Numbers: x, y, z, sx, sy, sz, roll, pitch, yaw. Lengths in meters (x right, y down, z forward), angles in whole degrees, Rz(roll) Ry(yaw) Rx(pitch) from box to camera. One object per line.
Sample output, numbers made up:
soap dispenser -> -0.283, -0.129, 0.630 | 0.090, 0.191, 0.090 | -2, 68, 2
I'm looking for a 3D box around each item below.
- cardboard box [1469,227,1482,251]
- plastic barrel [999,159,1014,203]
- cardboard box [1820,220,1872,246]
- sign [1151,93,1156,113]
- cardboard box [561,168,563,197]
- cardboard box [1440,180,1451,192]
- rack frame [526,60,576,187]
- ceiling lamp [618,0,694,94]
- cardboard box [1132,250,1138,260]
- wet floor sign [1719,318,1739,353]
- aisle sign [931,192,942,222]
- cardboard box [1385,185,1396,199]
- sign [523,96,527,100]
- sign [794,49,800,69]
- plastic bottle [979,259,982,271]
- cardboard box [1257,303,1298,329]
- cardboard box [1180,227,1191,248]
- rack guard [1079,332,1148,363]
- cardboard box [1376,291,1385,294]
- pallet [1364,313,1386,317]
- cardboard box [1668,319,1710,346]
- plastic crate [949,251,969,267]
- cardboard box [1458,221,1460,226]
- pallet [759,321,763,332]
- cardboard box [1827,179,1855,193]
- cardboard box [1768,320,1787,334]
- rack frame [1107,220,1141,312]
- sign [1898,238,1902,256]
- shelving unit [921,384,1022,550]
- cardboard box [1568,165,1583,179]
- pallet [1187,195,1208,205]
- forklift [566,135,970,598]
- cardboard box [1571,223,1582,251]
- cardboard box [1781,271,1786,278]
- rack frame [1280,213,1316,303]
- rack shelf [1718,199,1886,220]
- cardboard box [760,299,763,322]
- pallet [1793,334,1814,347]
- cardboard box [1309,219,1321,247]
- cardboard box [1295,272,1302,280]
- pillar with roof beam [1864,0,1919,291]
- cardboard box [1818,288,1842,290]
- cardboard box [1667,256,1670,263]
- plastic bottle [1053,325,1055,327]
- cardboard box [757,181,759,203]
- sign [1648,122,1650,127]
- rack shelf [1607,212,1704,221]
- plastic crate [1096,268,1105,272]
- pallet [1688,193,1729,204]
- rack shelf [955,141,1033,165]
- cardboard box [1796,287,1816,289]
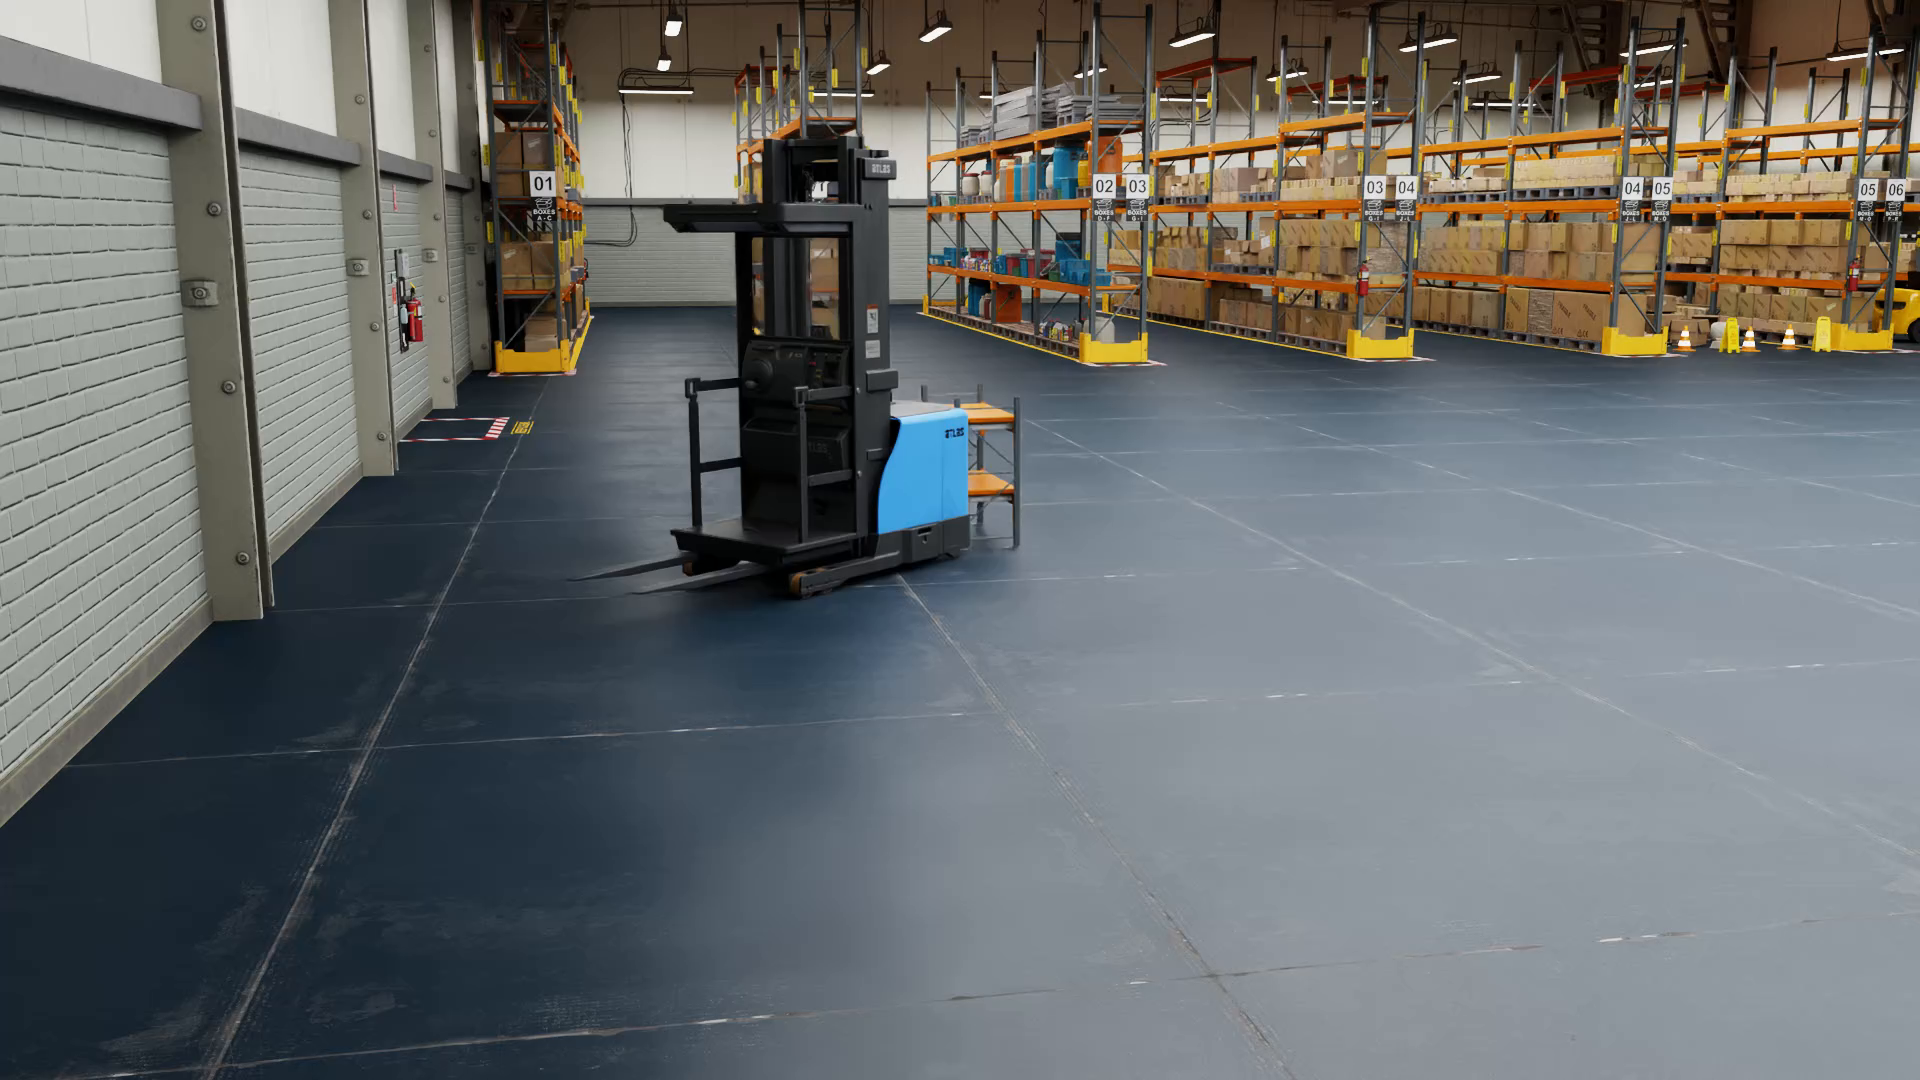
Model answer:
cardboard box -> 11.405, -6.480, 35.780 | 0.700, 0.500, 0.500 | -2, 11, -11
plastic barrel -> 1.133, -7.615, 35.321 | 0.600, 0.901, 0.600 | 0, 11, 0
cardboard box -> 17.008, -5.899, 31.932 | 0.700, 0.500, 0.500 | -2, 11, -12
sign -> 3.283, -7.450, 28.331 | 0.100, 0.325, 0.005 | -2, 11, -11
cardboard box -> -6.970, -6.024, 27.981 | 0.500, 0.500, 0.500 | -2, 11, -8
cardboard box -> 10.952, -7.818, 36.740 | 0.500, 0.250, 0.500 | -2, 11, -9
rack frame -> -9.310, -9.374, 37.881 | 1.000, 3.000, 0.127 | -2, 11, -11
ceiling lamp -> -8.132, -13.560, 44.259 | 2.000, 3.185, 0.800 | -2, 11, -11
cardboard box -> 4.721, -7.300, 42.633 | 0.500, 0.250, 0.500 | -2, 11, -10
wet floor sign -> 14.433, -3.839, 31.139 | 0.267, 0.644, 0.232 | -4, 12, -21
aisle sign -> -0.675, -8.801, 43.959 | 0.394, 0.787, 0.004 | -2, 11, -11
cardboard box -> 7.760, -6.264, 29.965 | 0.500, 0.250, 0.500 | -2, 11, -9
sign -> -9.859, -9.895, 37.697 | 0.100, 0.325, 0.005 | -2, 11, -11
sign -> -2.652, -7.835, 27.084 | 0.100, 0.325, 0.005 | -2, 11, -11
plastic bottle -> 0.467, -6.265, 37.901 | 0.061, 0.283, 0.133 | -2, 11, -11
cardboard box -> 6.650, -4.690, 34.824 | 0.700, 0.500, 0.500 | -2, 11, -11
cardboard box -> 5.657, -7.153, 39.305 | 0.797, 0.503, 0.637 | -2, 11, -9
rack guard -> 2.681, -3.371, 29.070 | 1.175, 0.500, 0.348 | -2, 11, -11
cardboard box -> 10.347, -6.044, 39.988 | 0.500, 0.250, 0.500 | -2, 11, -10
pallet -> 10.545, -5.393, 40.465 | 1.003, 0.211, 1.213 | -2, 11, -11
cardboard box -> 14.496, -4.131, 33.054 | 0.637, 0.503, 0.797 | 9, 14, 38
plastic crate -> -0.017, -6.882, 40.716 | 0.392, 0.384, 0.575 | -2, 11, -11
cardboard box -> 14.007, -8.845, 46.471 | 0.380, 0.149, 0.250 | -2, 11, -10
pallet -> -4.015, -4.866, 37.699 | 1.003, 0.211, 1.213 | -2, 11, -11
cardboard box -> 16.957, -6.757, 31.759 | 0.500, 0.250, 0.500 | -2, 11, -12
cardboard box -> 16.700, -4.312, 33.561 | 0.500, 0.250, 0.500 | -3, 11, -13
rack frame -> 4.489, -7.701, 45.136 | 1.000, 3.000, 0.127 | -2, 11, -11
sign -> 17.853, -5.572, 31.635 | 0.100, 0.325, 0.005 | -2, 11, -11
shelving unit -> 0.071, -0.580, 12.736 | 0.538, 1.125, 1.048 | -3, 11, -14
cardboard box -> 11.923, -6.993, 31.610 | 0.500, 0.250, 0.500 | -2, 11, -11
pallet -> 5.867, -7.731, 37.775 | 1.213, 0.211, 1.003 | -2, 11, -8
forklift -> -1.233, -1.166, 10.984 | 1.130, 2.935, 3.031 | 8, 14, 37
cardboard box -> 12.278, -5.807, 31.896 | 0.875, 0.550, 0.550 | -2, 11, -11
cardboard box -> 16.760, -5.346, 33.431 | 0.380, 0.149, 0.250 | -2, 11, -11
rack frame -> 9.373, -7.863, 45.986 | 1.000, 3.000, 0.127 | -2, 11, -11
rack shelf -> 16.932, -6.614, 33.326 | 1.077, 0.370, 4.000 | -2, 11, -11
cardboard box -> -4.186, -5.121, 37.086 | 0.500, 0.500, 0.500 | -3, 11, -13
pallet -> 17.183, -3.922, 32.735 | 1.003, 0.211, 1.213 | -2, 11, -11
cardboard box -> 6.964, -5.820, 31.517 | 0.500, 0.500, 0.500 | -2, 11, -11
cardboard box -> 6.747, -5.143, 32.365 | 0.380, 0.149, 0.250 | -2, 11, -11
pillar with roof beam -> 17.548, -9.360, 37.805 | 9.100, 9.000, 0.548 | -2, 11, -11
cardboard box -> 20.741, -5.700, 39.852 | 0.875, 0.625, 0.625 | -2, 11, -9
cardboard box -> 16.038, -6.268, 37.153 | 0.380, 0.149, 0.250 | -3, 11, -13
plastic bottle -> 1.816, -3.973, 31.667 | 0.097, 0.271, 0.097 | 0, 11, 0
cardboard box -> -3.992, -7.665, 36.655 | 0.910, 0.500, 0.500 | -2, 11, -11
sign -> 19.626, -11.743, 47.405 | 0.100, 0.325, 0.005 | -2, 11, -11
rack shelf -> 19.466, -8.996, 45.841 | 1.077, 0.370, 4.000 | -2, 11, -11
plastic crate -> 2.446, -5.054, 31.626 | 0.499, 0.251, 0.616 | -2, 11, -11
pallet -> 16.528, -7.359, 35.818 | 1.213, 0.211, 1.003 | -2, 11, -11
rack shelf -> 0.797, -8.818, 37.952 | 1.077, 0.370, 4.000 | -2, 11, -11
cardboard box -> 20.838, -6.180, 40.968 | 0.380, 0.149, 0.250 | -2, 11, -8
